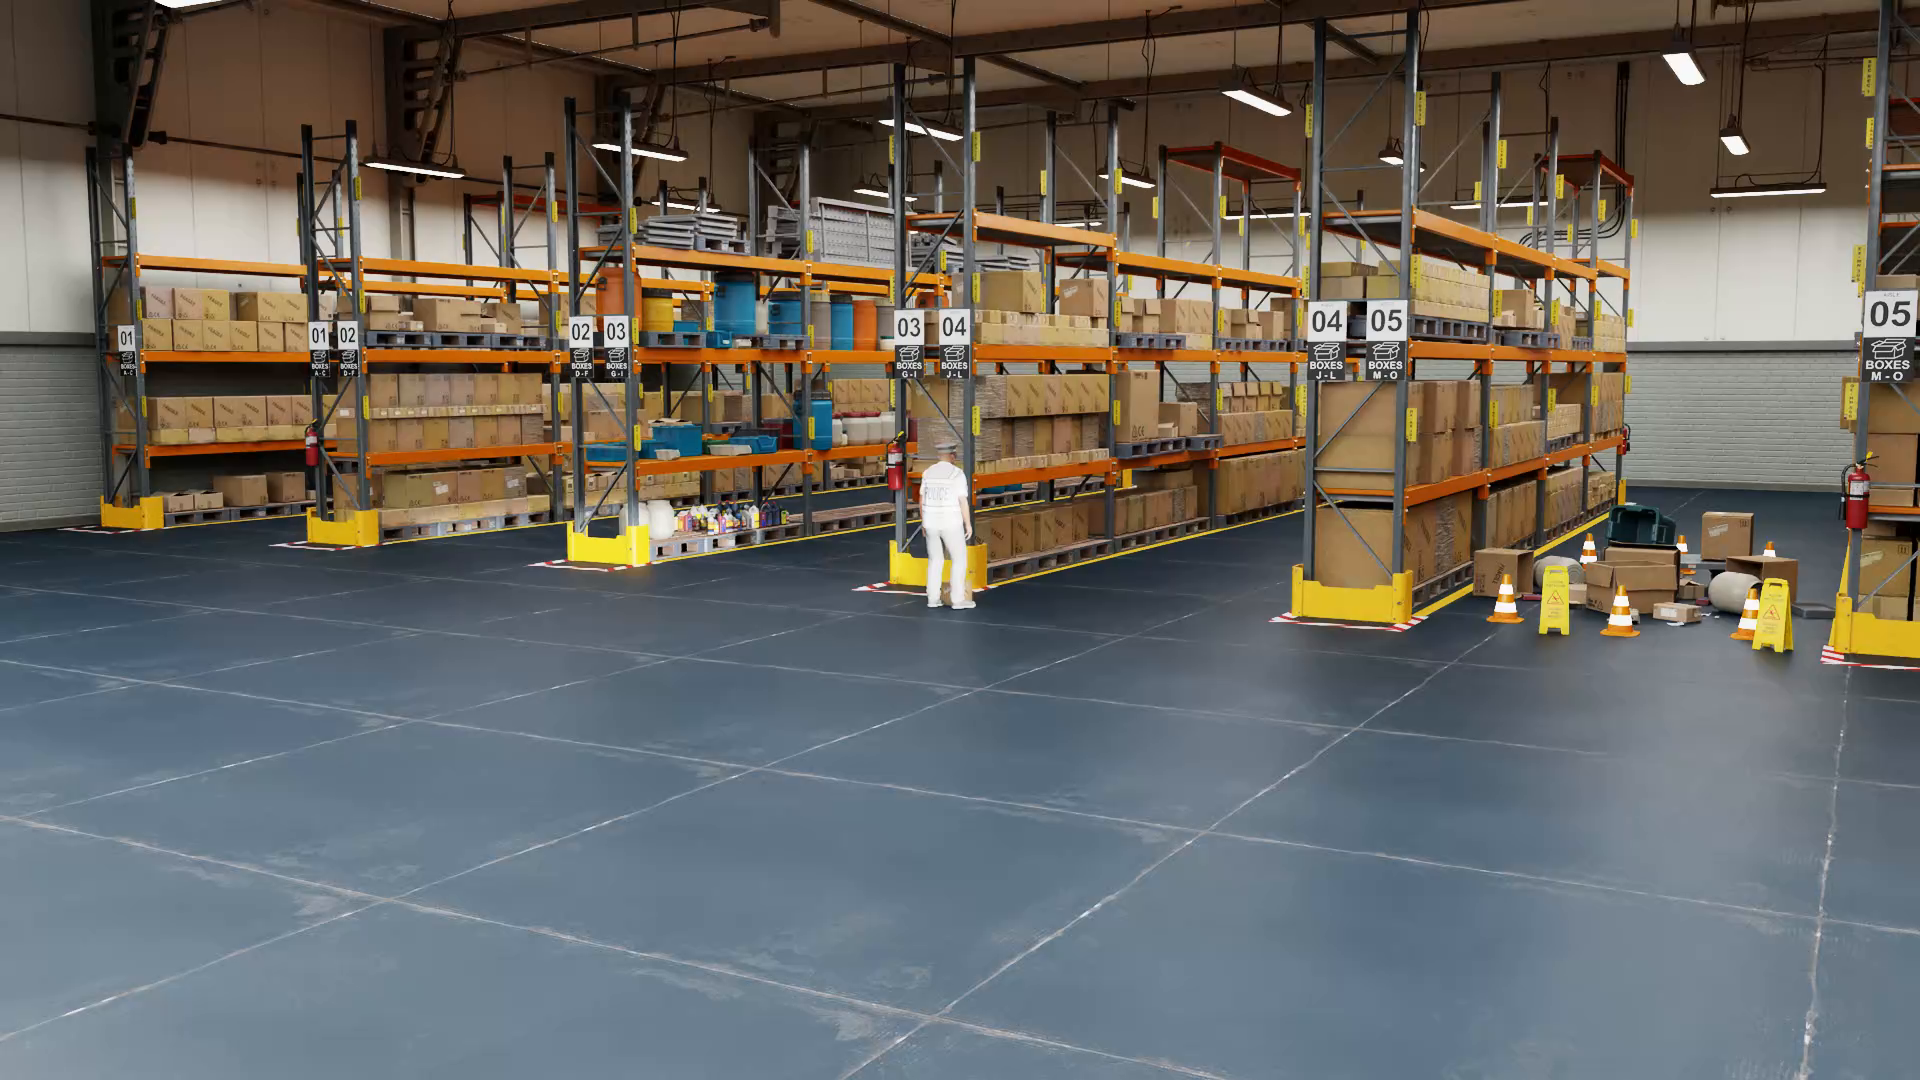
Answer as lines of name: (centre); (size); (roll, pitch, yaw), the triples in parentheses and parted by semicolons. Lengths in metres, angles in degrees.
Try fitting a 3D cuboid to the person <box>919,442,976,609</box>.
person: (-0.159, -0.154, 17.579); (0.586, 1.748, 0.436); (3, 7, 29)
